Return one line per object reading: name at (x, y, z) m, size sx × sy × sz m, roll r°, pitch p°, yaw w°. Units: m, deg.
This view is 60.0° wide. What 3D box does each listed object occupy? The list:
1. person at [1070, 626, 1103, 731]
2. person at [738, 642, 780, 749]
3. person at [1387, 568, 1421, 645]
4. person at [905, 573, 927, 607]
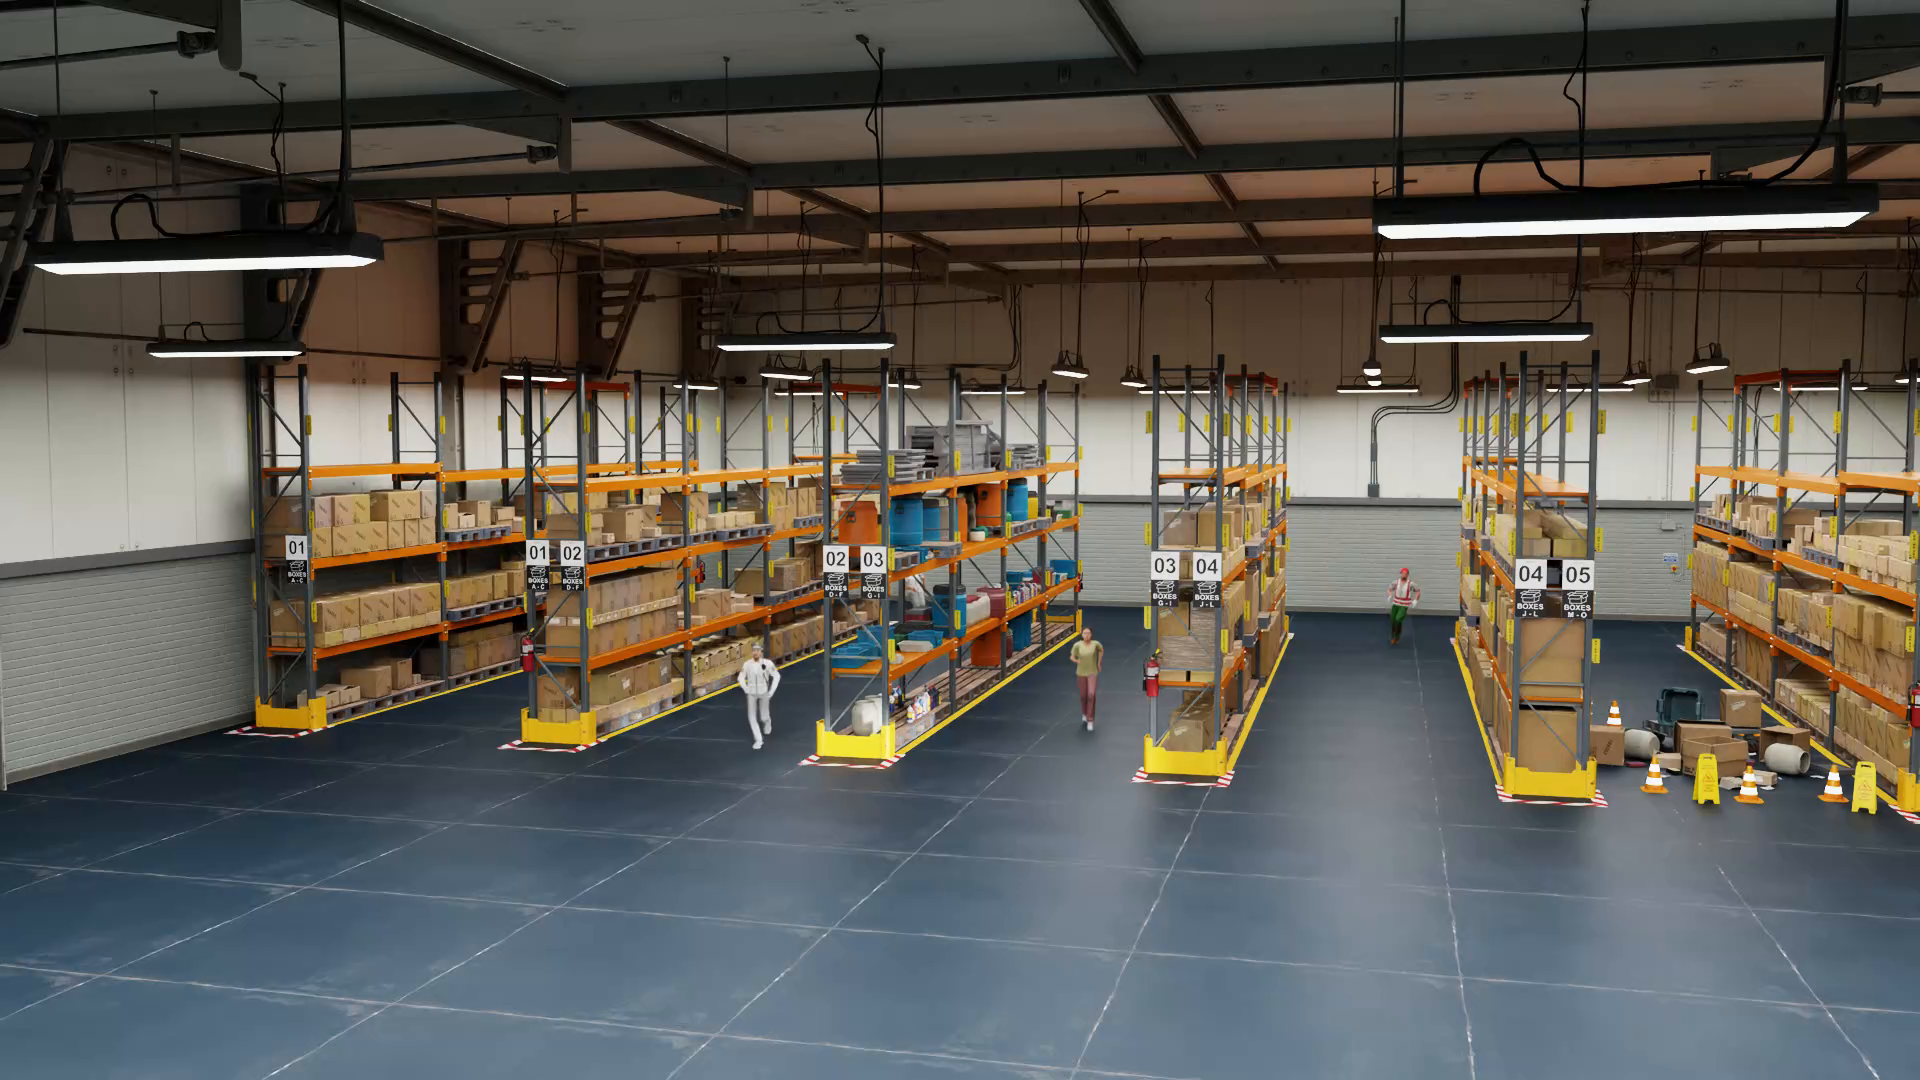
person at (2.097, 2.266, 27.593) m, size 0.529 × 1.679 × 0.887 m, roll 1°, pitch 4°, yaw 11°
person at (-3.142, 2.402, 25.912) m, size 0.662 × 1.661 × 0.513 m, roll 0°, pitch 4°, yaw 2°
person at (10.082, 1.513, 37.985) m, size 0.702 × 1.779 × 0.640 m, roll 3°, pitch 5°, yaw 36°
person at (-1.104, 1.325, 41.756) m, size 0.632 × 1.602 × 0.550 m, roll -1°, pitch 4°, yaw -12°
